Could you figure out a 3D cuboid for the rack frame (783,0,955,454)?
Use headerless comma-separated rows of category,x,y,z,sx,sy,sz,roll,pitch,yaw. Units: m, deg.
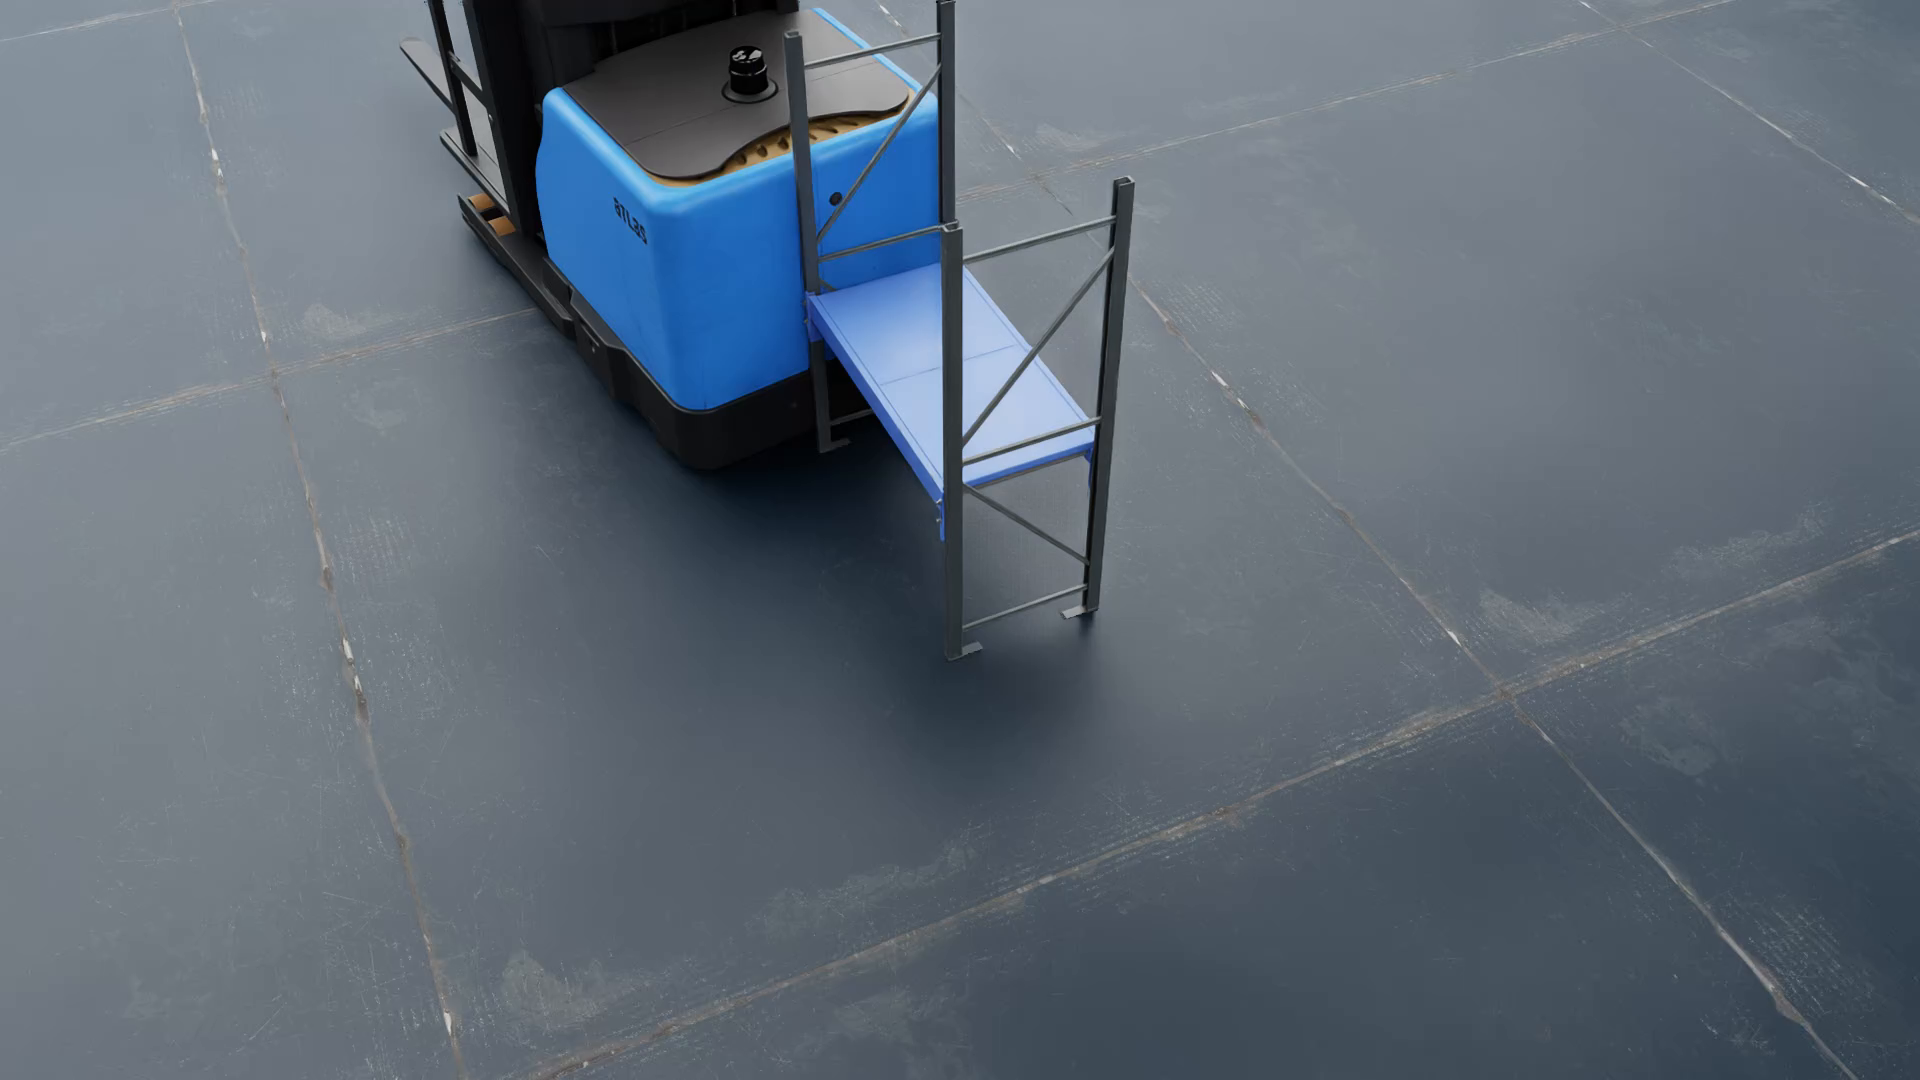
rack frame,-0.247,-0.905,5.100,0.500,1.500,0.032,-18,48,-18

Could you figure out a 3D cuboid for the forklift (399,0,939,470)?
forklift,-1.268,-2.275,5.469,1.130,2.935,3.031,-26,50,-24

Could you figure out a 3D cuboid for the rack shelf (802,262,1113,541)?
rack shelf,-0.029,-0.455,4.899,0.538,0.185,1.000,-18,48,-18

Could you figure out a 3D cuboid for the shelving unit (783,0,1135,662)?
shelving unit,-0.029,-0.583,4.773,0.538,1.500,1.048,-18,48,-18

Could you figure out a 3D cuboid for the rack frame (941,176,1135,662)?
rack frame,0.188,-0.260,4.445,0.500,1.500,0.032,-18,48,-18
